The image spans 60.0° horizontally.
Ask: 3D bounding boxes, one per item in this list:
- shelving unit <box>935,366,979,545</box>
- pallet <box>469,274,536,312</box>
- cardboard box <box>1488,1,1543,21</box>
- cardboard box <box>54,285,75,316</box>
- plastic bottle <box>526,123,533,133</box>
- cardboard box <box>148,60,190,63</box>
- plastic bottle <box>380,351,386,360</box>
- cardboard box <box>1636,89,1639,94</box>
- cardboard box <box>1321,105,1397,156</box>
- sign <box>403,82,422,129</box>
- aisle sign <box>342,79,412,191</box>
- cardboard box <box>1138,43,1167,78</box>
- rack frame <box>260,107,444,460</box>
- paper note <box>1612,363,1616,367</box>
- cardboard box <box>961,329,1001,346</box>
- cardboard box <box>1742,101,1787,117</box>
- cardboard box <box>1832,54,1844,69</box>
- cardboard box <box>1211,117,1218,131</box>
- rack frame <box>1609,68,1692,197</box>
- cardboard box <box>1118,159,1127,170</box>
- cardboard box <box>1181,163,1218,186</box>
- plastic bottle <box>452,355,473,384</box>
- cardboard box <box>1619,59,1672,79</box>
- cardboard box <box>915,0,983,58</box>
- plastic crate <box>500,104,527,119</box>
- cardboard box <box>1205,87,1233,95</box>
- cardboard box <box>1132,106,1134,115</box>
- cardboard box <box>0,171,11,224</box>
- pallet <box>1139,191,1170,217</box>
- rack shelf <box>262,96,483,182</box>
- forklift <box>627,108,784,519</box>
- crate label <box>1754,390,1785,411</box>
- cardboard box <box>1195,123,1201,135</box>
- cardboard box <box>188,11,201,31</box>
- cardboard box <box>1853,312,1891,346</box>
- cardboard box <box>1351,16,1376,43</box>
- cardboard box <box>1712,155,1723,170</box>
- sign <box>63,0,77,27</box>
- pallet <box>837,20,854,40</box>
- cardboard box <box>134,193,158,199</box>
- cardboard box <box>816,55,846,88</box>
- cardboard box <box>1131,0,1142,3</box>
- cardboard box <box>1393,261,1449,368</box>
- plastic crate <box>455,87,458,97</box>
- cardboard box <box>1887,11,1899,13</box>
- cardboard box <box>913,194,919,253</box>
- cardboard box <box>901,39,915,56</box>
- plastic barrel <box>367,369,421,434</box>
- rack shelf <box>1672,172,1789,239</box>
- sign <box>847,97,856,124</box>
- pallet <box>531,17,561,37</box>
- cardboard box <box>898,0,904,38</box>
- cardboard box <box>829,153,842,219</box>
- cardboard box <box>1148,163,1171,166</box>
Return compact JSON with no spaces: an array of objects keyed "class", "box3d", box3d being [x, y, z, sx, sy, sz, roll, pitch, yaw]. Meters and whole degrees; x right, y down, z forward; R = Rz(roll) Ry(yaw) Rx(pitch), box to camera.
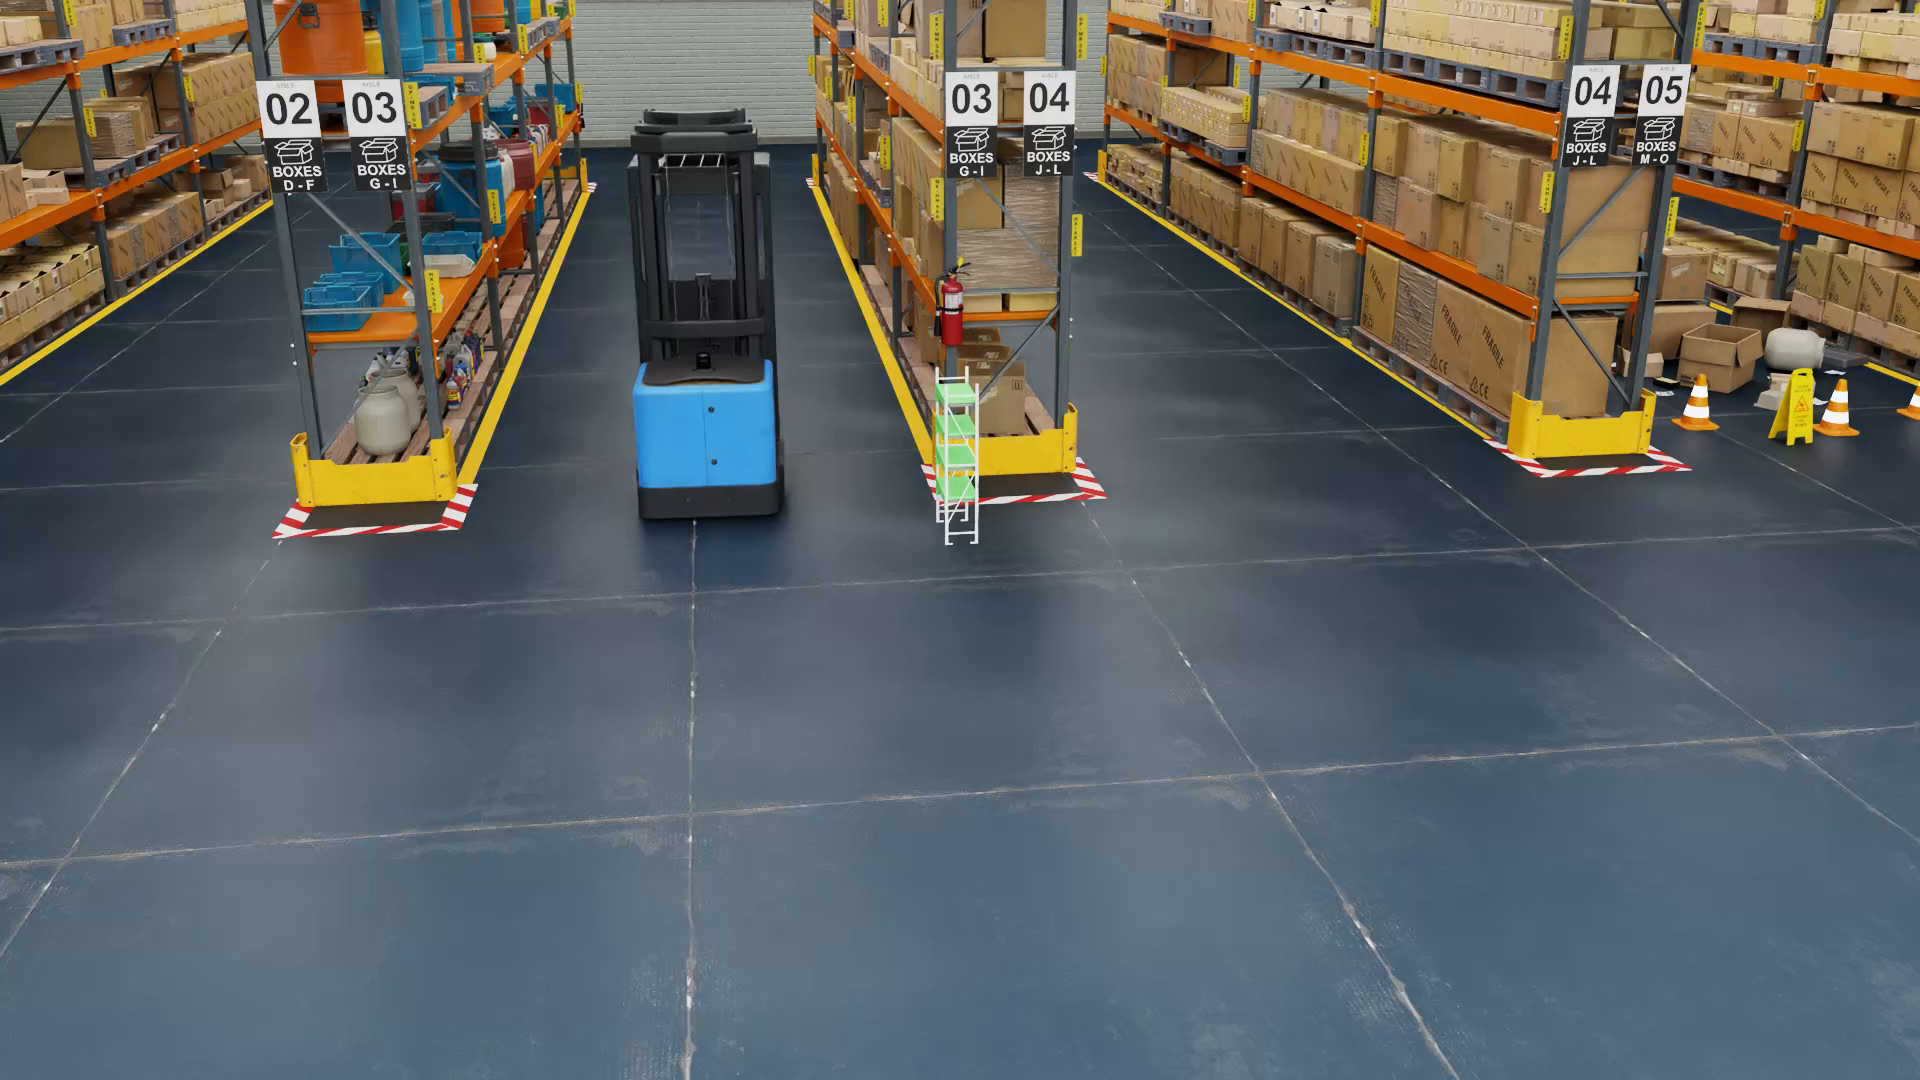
[{"class":"shelving unit","box3d":[-0.024,-0.619,12.160,0.258,1.200,0.503,-3,21,-8]},{"class":"pallet","box3d":[-5.604,-2.916,19.722,1.003,0.211,1.213,-3,21,-8]},{"class":"cardboard box","box3d":[4.770,-4.543,14.282,0.380,0.149,0.250,-3,21,-8]},{"class":"cardboard box","box3d":[-10.115,-2.630,18.301,0.500,0.250,0.500,-2,21,-7]},{"class":"plastic bottle","box3d":[-5.941,-5.545,22.847,0.144,0.351,0.185,-3,21,-8]},{"class":"cardboard box","box3d":[-11.706,-6.832,24.650,0.500,0.500,0.500,-3,21,-8]},{"class":"plastic bottle","box3d":[-5.386,-1.616,15.510,0.061,0.283,0.133,-2,21,-5]},{"class":"cardboard box","box3d":[8.697,-5.923,22.216,0.500,0.500,0.500,-3,21,-9]},{"class":"cardboard box","box3d":[4.497,-4.612,18.706,0.700,0.500,0.500,-3,21,-7]},{"class":"sign","box3d":[-3.980,-3.158,12.085,0.100,0.325,0.005,-3,21,-8]},{"class":"aisle sign","box3d":[-4.224,-2.930,12.059,0.394,0.787,0.004,-3,21,-8]},{"class":"cardboard box","box3d":[3.095,-7.503,26.020,0.500,0.500,0.500,-2,21,-6]},{"class":"rack frame","box3d":[-4.525,-1.723,12.541,1.000,3.000,0.127,-3,21,-8]},{"class":"paper note","box3d":[6.729,-1.800,17.003,0.172,0.023,0.155,4,21,11]},{"class":"cardboard box","box3d":[0.112,-1.638,15.288,0.500,0.500,0.500,-1,21,-3]},{"class":"cardboard box","box3d":[9.204,-4.930,19.034,0.380,0.149,0.250,-4,21,-9]},{"class":"cardboard box","box3d":[9.407,-5.023,17.450,0.380,0.149,0.250,-3,21,-9]},{"class":"cardboard box","box3d":[3.544,-5.507,22.008,0.380,0.149,0.250,-2,21,-6]},{"class":"rack frame","box3d":[9.030,-5.242,21.964,1.000,3.000,0.127,-3,21,-8]},{"class":"cardboard box","box3d":[2.851,-6.261,27.742,0.380,0.149,0.250,-2,21,-6]},{"class":"cardboard box","box3d":[3.494,-5.266,23.929,0.500,0.250,0.500,-2,21,-6]},{"class":"plastic bottle","box3d":[-4.629,-1.595,15.462,0.152,0.276,0.135,-3,21,-7]},{"class":"cardboard box","box3d":[5.567,-3.854,13.576,0.380,0.149,0.250,-3,21,-7]},{"class":"cardboard box","box3d":[-0.097,-4.322,13.931,0.500,0.500,0.500,-3,21,-8]},{"class":"plastic crate","box3d":[-6.931,-6.654,25.898,0.416,0.233,0.300,-3,21,-8]},{"class":"cardboard box","box3d":[3.821,-6.571,24.431,0.380,0.149,0.250,-2,21,-5]},{"class":"cardboard box","box3d":[2.991,-6.943,26.879,0.380,0.149,0.250,-2,21,-6]},{"class":"cardboard box","box3d":[-10.246,-3.528,17.233,0.500,0.500,0.500,-3,21,-8]},{"class":"pallet","box3d":[3.438,-5.267,26.016,1.003,0.211,1.213,-3,21,-8]},{"class":"rack shelf","box3d":[-4.813,-3.483,13.996,1.077,0.370,4.000,-3,21,-8]},{"class":"forklift","box3d":[-2.039,-2.005,13.394,1.130,2.935,3.031,-2,21,-6]},{"class":"crate label","box3d":[7.621,-1.310,15.529,0.250,0.136,0.298,-15,25,-35]},{"class":"cardboard box","box3d":[3.441,-5.628,22.758,0.380,0.149,0.250,-2,21,-6]},{"class":"cardboard box","box3d":[-11.050,-7.318,23.450,0.500,0.250,0.500,-3,21,-8]},{"class":"cardboard box","box3d":[9.592,-2.180,17.096,0.500,0.250,0.500,-3,21,-8]},{"class":"cardboard box","box3d":[4.463,-5.388,17.538,0.500,0.250,0.500,-3,21,-7]},{"class":"cardboard box","box3d":[9.126,-4.454,19.614,0.380,0.149,0.250,-3,21,-8]},{"class":"sign","box3d":[-10.030,-5.954,18.730,0.100,0.325,0.005,-3,21,-8]},{"class":"pallet","box3d":[-1.086,-6.666,21.760,1.003,0.211,1.213,-2,21,-5]},{"class":"cardboard box","box3d":[-11.328,-4.484,22.879,0.500,0.500,0.500,-4,21,-10]},{"class":"cardboard box","box3d":[-2.056,-7.580,26.940,0.500,0.500,0.500,-3,21,-9]},{"class":"cardboard box","box3d":[3.011,-8.600,26.168,0.500,0.250,0.500,-4,21,-10]},{"class":"cardboard box","box3d":[4.878,-2.241,16.365,0.875,0.875,0.875,-3,21,-7]},{"class":"plastic crate","box3d":[-4.470,-3.854,14.337,0.243,0.136,0.396,-3,21,-8]},{"class":"cardboard box","box3d":[13.482,-7.341,23.512,0.500,0.250,0.500,-3,21,-8]},{"class":"cardboard box","box3d":[0.044,-2.867,15.036,0.875,0.500,0.500,-3,21,-8]},{"class":"cardboard box","box3d":[-0.352,-4.662,15.769,0.380,0.149,0.250,-4,21,-10]},{"class":"plastic barrel","box3d":[-4.767,-1.151,13.968,0.421,0.512,0.421,0,20,0]},{"class":"rack shelf","box3d":[9.318,-4.213,20.236,1.077,0.370,4.000,-3,21,-8]},{"class":"sign","box3d":[-1.325,-5.256,20.346,0.100,0.325,0.005,-3,21,-8]},{"class":"pallet","box3d":[-6.045,-6.928,22.460,1.213,0.211,1.003,-3,21,-8]},{"class":"cardboard box","box3d":[-0.306,-5.502,17.624,0.797,0.503,0.637,-2,21,-6]},{"class":"cardboard box","box3d":[-1.241,-5.108,24.042,1.225,0.875,0.875,-3,21,-8]},{"class":"cardboard box","box3d":[3.181,-5.858,26.239,0.380,0.149,0.250,-2,21,-6]}]
